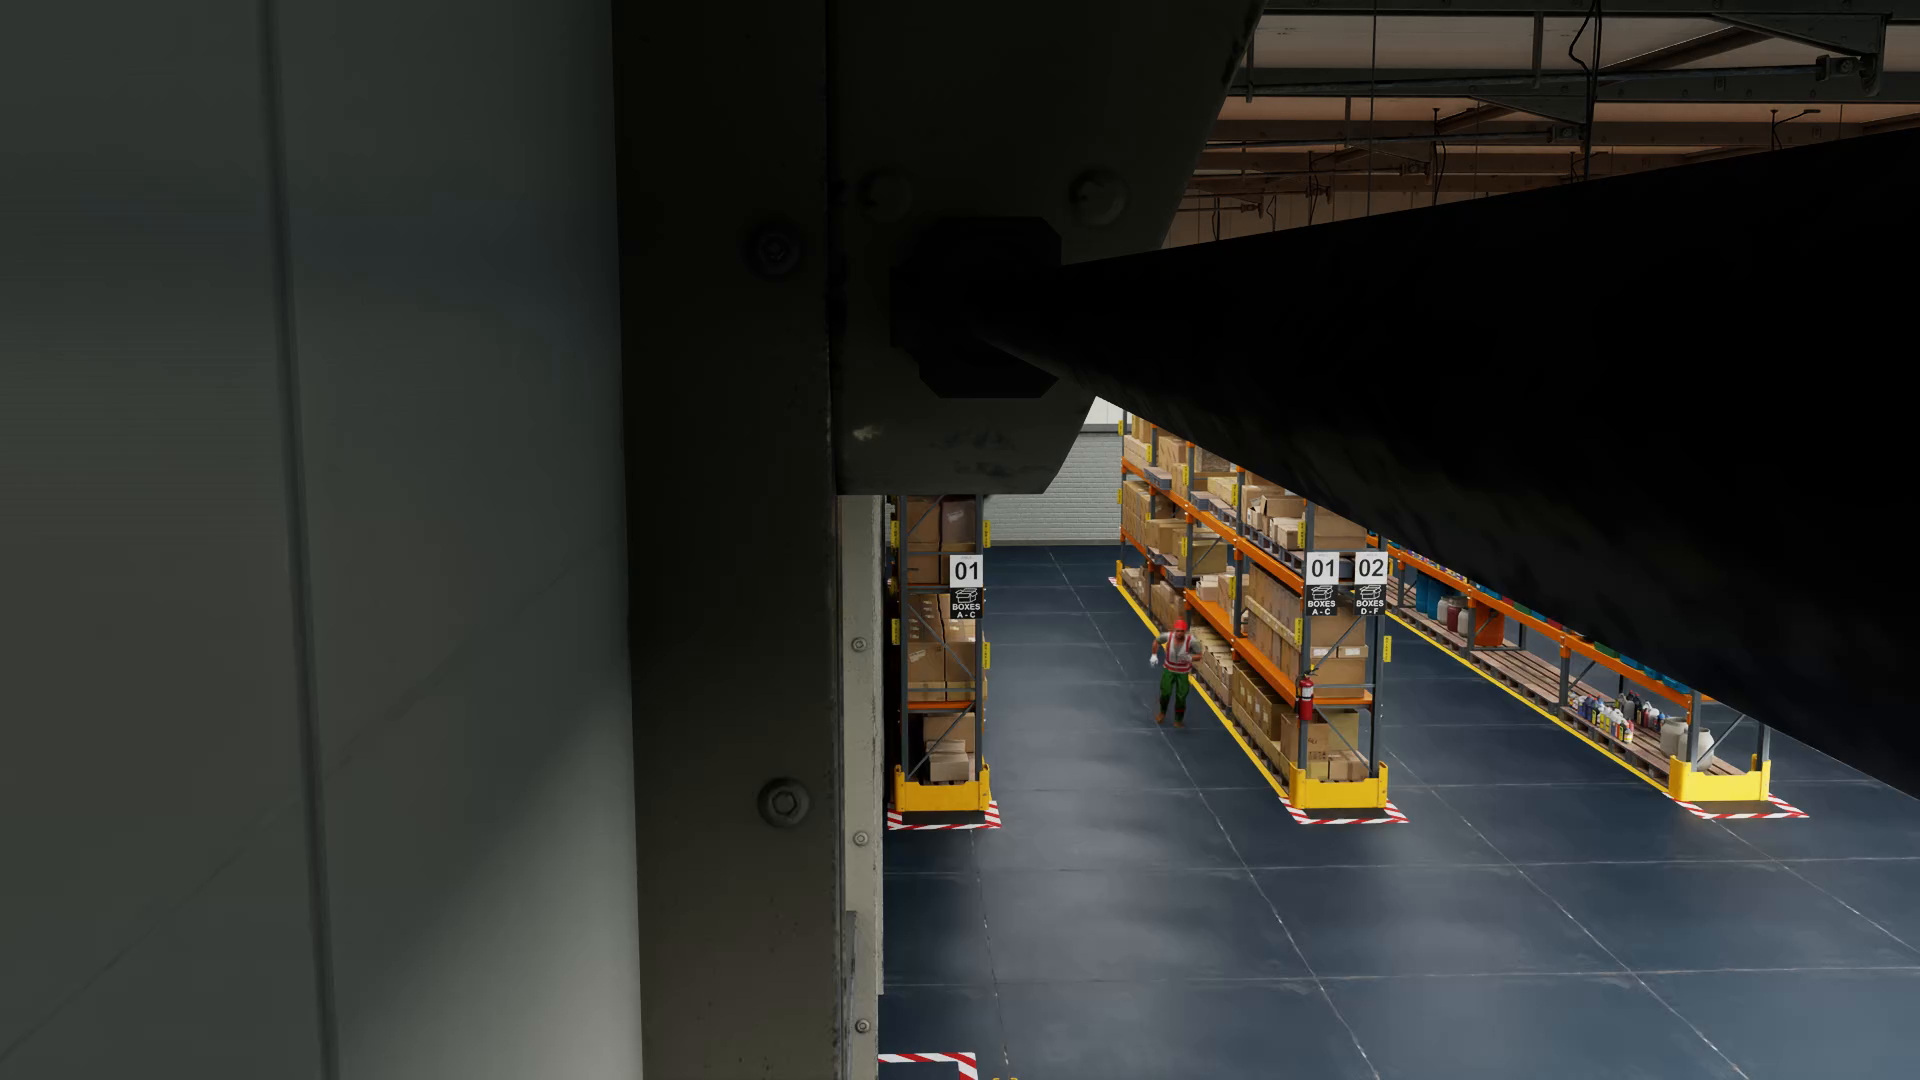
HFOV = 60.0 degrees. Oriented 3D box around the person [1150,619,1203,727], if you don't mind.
[{"bbox_3d":[3.162,1.960,24.356,0.765,1.692,0.693,1,9,8],"label":"person"}]
